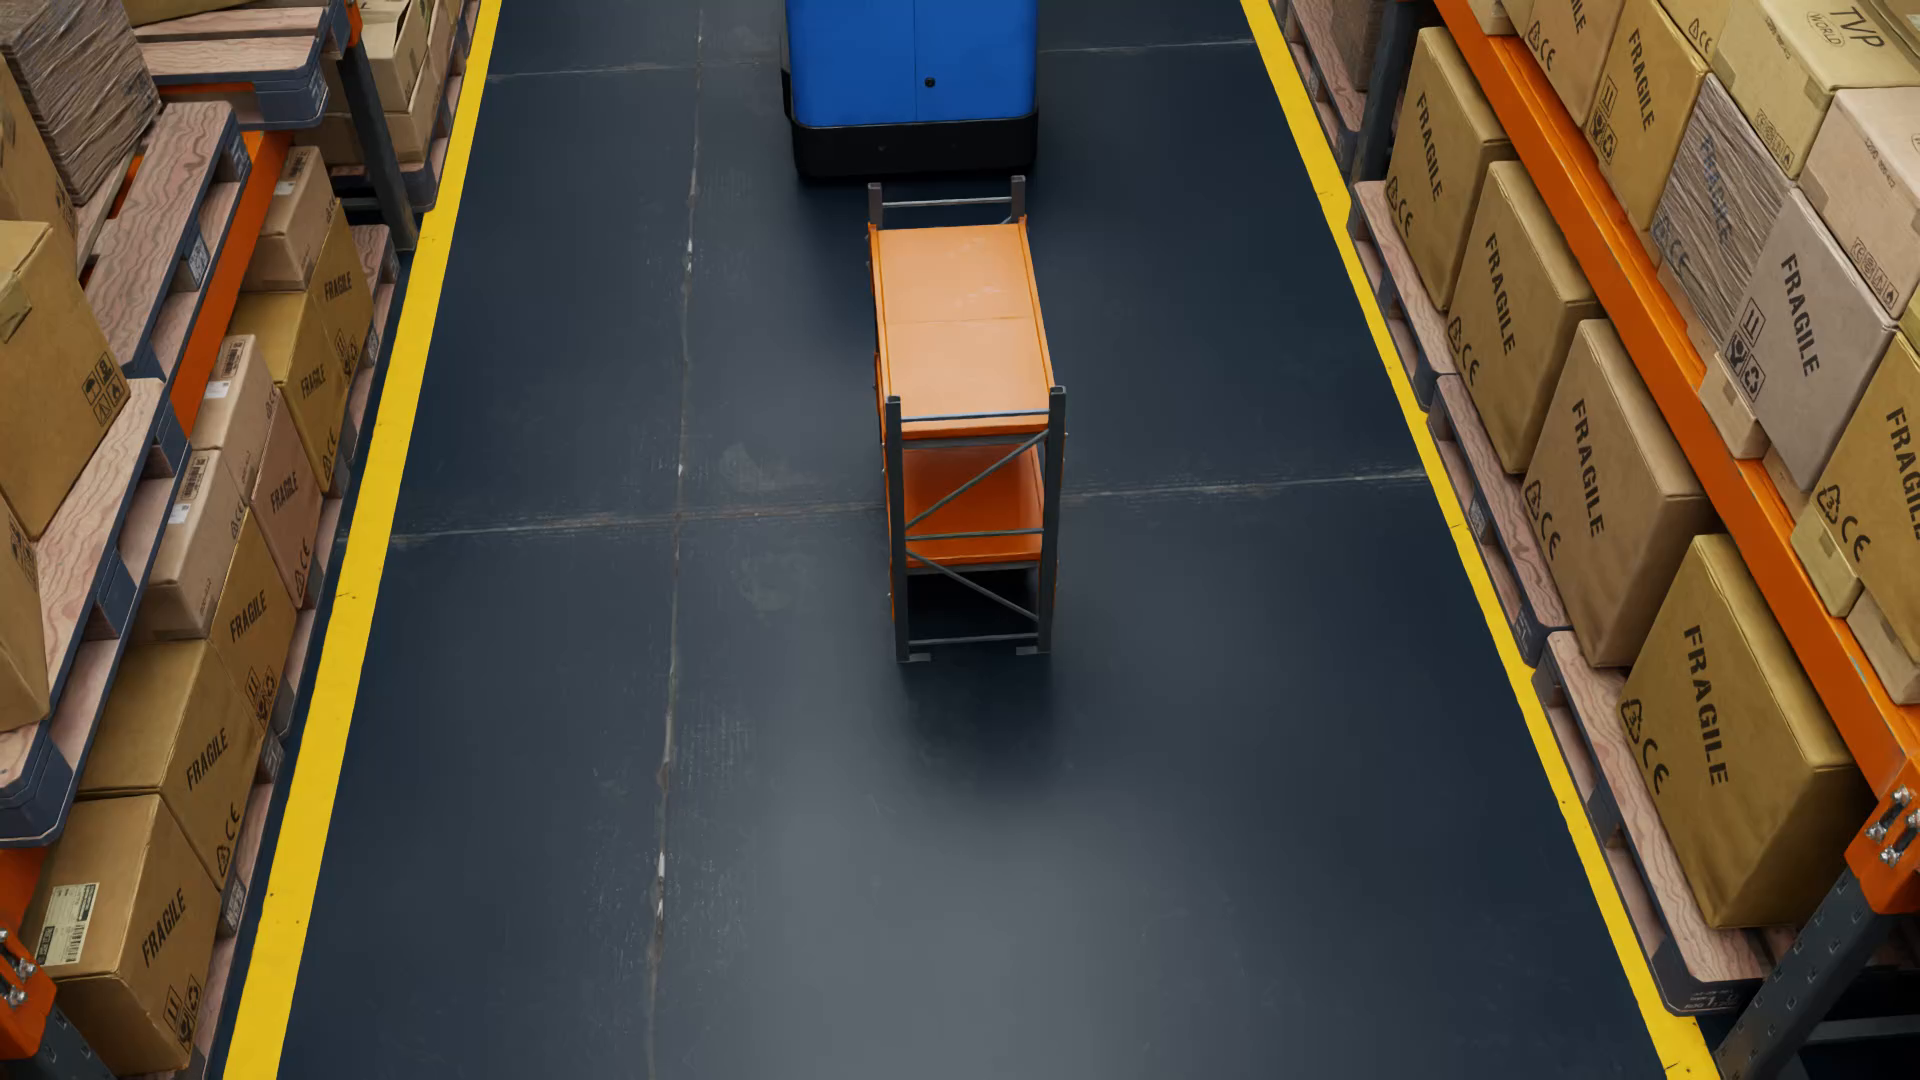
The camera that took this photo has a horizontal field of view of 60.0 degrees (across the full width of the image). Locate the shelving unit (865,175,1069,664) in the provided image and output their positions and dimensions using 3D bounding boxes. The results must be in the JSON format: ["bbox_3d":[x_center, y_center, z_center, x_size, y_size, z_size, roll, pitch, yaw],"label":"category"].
[{"bbox_3d":[0.001,-0.382,5.337,0.538,1.125,1.048,-3,47,-3],"label":"shelving unit"}]

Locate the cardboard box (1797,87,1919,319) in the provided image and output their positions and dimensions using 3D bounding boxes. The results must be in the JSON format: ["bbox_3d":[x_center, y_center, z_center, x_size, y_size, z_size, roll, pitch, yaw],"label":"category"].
[{"bbox_3d":[2.187,-0.736,3.577,0.500,0.250,0.500,-3,47,-2],"label":"cardboard box"}]

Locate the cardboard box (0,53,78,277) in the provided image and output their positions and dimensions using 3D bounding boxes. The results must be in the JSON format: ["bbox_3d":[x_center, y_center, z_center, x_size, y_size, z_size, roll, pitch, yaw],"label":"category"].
[{"bbox_3d":[-2.631,-0.791,4.076,0.700,0.500,0.500,-14,48,-13],"label":"cardboard box"}]

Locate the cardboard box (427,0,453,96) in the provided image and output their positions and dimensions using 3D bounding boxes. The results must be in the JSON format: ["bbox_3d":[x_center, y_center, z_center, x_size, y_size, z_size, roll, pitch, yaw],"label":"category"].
[{"bbox_3d":[-2.551,-2.192,7.364,0.500,0.250,0.500,-5,47,-4],"label":"cardboard box"}]

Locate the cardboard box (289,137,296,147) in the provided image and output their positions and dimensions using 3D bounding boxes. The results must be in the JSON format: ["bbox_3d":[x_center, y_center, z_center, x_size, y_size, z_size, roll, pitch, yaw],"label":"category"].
[{"bbox_3d":[-3.044,-1.797,6.990,0.500,0.250,0.500,-2,47,-2],"label":"cardboard box"}]

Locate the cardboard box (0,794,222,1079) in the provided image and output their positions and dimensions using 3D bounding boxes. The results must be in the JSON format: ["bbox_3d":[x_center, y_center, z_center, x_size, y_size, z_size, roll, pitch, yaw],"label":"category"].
[{"bbox_3d":[-2.219,1.005,4.151,0.500,0.500,0.500,-5,47,-5],"label":"cardboard box"}]

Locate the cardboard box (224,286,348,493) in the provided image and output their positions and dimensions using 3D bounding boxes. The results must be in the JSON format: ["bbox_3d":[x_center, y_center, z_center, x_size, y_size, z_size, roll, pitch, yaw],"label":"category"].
[{"bbox_3d":[-2.401,-0.487,5.564,0.500,0.500,0.500,-5,47,-5],"label":"cardboard box"}]

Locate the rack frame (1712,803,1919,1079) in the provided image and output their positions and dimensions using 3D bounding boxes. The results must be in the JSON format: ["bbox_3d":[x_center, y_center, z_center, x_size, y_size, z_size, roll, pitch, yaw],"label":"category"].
[{"bbox_3d":[2.514,0.358,3.345,1.000,3.000,0.127,-3,47,-3],"label":"rack frame"}]

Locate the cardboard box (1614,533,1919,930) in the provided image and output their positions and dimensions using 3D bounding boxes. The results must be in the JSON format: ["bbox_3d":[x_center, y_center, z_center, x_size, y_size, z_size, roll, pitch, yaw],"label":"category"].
[{"bbox_3d":[2.330,0.490,4.411,0.750,0.750,0.750,-3,47,-3],"label":"cardboard box"}]

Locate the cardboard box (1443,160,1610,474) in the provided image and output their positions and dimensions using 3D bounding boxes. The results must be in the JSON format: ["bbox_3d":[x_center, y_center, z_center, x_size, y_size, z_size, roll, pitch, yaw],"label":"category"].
[{"bbox_3d":[2.177,-0.767,5.602,0.750,0.750,0.750,-4,47,-3],"label":"cardboard box"}]

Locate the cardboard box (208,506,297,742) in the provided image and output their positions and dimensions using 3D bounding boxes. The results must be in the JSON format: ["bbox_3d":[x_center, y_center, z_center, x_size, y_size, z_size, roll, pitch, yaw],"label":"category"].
[{"bbox_3d":[-2.309,0.258,4.858,0.500,0.500,0.500,-3,47,-3],"label":"cardboard box"}]

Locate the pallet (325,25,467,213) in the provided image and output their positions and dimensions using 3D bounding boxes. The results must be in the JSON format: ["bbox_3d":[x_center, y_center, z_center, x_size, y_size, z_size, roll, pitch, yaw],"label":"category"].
[{"bbox_3d":[-2.787,-1.871,7.377,1.003,0.211,1.213,-3,47,-3],"label":"pallet"}]

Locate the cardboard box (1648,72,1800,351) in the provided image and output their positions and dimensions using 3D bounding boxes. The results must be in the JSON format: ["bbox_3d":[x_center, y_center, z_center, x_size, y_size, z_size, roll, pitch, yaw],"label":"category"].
[{"bbox_3d":[2.138,-0.837,4.189,0.500,0.500,0.500,-3,47,-3],"label":"cardboard box"}]

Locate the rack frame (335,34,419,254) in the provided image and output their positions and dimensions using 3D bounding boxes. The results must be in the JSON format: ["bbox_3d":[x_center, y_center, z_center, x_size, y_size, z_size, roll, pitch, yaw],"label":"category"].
[{"bbox_3d":[-2.757,-2.232,5.798,1.000,3.000,0.127,-3,47,-3],"label":"rack frame"}]

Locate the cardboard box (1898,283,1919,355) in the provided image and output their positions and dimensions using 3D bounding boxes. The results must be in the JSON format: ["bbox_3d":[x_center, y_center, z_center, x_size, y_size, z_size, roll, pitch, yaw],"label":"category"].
[{"bbox_3d":[2.220,-0.366,3.226,0.500,0.250,0.500,-2,47,-2],"label":"cardboard box"}]

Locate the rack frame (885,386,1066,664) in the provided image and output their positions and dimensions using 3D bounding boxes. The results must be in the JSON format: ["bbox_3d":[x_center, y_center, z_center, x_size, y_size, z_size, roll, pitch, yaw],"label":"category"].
[{"bbox_3d":[0.043,-0.014,4.989,0.500,1.125,0.032,-3,47,-3],"label":"rack frame"}]

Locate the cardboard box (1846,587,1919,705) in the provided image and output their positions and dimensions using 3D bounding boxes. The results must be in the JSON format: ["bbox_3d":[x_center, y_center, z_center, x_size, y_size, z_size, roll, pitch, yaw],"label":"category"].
[{"bbox_3d":[2.204,0.210,3.644,0.380,0.149,0.250,-3,47,-3],"label":"cardboard box"}]

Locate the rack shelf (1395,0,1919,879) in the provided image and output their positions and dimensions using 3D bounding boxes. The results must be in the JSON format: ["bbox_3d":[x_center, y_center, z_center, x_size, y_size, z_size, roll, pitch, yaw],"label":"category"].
[{"bbox_3d":[2.347,-0.842,4.977,1.077,0.370,4.000,-3,47,-3],"label":"rack shelf"}]

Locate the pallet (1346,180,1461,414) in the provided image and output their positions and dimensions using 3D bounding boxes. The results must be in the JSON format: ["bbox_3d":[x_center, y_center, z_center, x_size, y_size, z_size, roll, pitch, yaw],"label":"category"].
[{"bbox_3d":[2.170,-1.002,6.554,1.003,0.211,1.213,-3,47,-3],"label":"pallet"}]

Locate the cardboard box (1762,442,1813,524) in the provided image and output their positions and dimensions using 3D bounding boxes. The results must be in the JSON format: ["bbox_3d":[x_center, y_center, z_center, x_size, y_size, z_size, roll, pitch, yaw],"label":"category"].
[{"bbox_3d":[2.183,-0.161,3.996,0.380,0.149,0.250,-2,47,-2],"label":"cardboard box"}]

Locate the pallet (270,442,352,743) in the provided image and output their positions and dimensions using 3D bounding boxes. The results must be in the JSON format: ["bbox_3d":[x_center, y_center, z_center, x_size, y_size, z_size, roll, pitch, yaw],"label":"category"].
[{"bbox_3d":[-2.633,0.150,5.463,1.003,0.211,1.213,-3,47,-3],"label":"pallet"}]

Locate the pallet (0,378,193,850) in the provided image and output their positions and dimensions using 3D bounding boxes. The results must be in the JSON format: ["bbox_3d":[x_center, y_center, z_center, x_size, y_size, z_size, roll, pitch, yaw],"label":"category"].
[{"bbox_3d":[-2.380,0.143,3.681,1.003,0.211,1.213,-3,47,-3],"label":"pallet"}]

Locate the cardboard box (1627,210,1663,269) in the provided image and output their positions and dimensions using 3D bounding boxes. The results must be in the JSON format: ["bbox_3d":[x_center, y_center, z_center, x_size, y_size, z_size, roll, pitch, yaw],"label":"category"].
[{"bbox_3d":[2.130,-0.905,4.700,0.380,0.149,0.250,-2,47,-2],"label":"cardboard box"}]

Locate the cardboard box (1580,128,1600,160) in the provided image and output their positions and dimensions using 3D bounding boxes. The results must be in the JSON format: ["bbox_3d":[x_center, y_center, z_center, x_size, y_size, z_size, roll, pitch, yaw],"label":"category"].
[{"bbox_3d":[2.112,-1.275,5.051,0.380,0.149,0.250,-3,47,-3],"label":"cardboard box"}]

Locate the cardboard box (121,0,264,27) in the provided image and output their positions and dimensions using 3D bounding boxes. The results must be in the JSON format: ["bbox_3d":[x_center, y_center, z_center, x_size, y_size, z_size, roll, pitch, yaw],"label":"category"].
[{"bbox_3d":[-2.591,-1.962,5.184,0.700,0.500,0.500,-18,49,-16],"label":"cardboard box"}]

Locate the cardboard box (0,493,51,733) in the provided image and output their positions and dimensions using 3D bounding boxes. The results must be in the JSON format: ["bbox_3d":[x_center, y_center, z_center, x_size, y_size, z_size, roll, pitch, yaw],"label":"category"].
[{"bbox_3d":[-2.238,0.127,3.206,0.700,0.500,0.500,-18,49,-16],"label":"cardboard box"}]

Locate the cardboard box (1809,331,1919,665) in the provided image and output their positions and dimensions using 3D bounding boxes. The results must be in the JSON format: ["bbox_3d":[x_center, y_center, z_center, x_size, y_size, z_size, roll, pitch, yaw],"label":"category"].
[{"bbox_3d":[2.224,-0.104,3.495,0.500,0.500,0.500,-4,47,-4],"label":"cardboard box"}]

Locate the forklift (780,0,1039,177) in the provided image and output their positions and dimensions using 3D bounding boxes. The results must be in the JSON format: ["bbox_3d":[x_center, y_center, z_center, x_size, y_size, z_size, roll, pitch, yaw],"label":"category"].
[{"bbox_3d":[-0.310,-3.636,7.175,1.130,2.935,3.031,-4,47,-3],"label":"forklift"}]

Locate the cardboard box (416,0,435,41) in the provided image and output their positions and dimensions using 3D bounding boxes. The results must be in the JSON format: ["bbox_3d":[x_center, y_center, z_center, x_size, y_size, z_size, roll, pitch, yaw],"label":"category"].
[{"bbox_3d":[-2.560,-2.400,7.176,0.500,0.311,0.500,-5,47,-4],"label":"cardboard box"}]

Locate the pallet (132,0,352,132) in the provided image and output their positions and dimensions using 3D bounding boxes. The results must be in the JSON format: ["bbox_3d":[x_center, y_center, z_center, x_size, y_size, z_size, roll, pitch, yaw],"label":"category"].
[{"bbox_3d":[-2.630,-1.680,5.407,1.213,0.211,1.003,-3,47,-3],"label":"pallet"}]

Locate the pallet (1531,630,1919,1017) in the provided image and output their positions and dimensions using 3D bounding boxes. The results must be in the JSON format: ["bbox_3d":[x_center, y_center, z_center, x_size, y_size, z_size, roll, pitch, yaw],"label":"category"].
[{"bbox_3d":[2.375,0.763,4.882,1.003,0.211,1.213,-3,47,-3],"label":"pallet"}]

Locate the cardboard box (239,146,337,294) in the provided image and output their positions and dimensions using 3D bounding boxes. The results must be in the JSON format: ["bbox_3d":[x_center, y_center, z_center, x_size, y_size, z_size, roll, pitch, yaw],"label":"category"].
[{"bbox_3d":[-2.435,-1.079,5.608,0.500,0.250,0.500,-2,47,-2],"label":"cardboard box"}]

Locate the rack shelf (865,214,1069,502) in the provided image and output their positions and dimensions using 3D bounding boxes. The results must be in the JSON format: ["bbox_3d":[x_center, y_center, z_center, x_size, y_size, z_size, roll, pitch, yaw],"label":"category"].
[{"bbox_3d":[0.001,-0.583,5.124,0.538,0.278,1.000,-3,47,-3],"label":"rack shelf"}]

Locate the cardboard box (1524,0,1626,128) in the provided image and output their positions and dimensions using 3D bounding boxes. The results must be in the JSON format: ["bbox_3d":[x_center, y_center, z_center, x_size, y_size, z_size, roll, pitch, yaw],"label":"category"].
[{"bbox_3d":[2.040,-1.574,4.887,0.500,0.500,0.500,-4,47,-3],"label":"cardboard box"}]

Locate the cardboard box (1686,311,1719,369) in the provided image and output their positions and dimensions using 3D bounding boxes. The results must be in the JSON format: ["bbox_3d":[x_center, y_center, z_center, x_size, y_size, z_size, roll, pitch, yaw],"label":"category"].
[{"bbox_3d":[2.147,-0.530,4.345,0.380,0.149,0.250,-3,47,-3],"label":"cardboard box"}]

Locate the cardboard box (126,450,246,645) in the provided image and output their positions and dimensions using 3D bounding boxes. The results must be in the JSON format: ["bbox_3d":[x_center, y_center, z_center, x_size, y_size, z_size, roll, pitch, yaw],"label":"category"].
[{"bbox_3d":[-2.303,0.024,4.564,0.500,0.250,0.500,-3,47,-3],"label":"cardboard box"}]

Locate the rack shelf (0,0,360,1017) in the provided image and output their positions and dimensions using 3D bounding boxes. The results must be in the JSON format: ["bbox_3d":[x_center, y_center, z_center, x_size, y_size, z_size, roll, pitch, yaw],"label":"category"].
[{"bbox_3d":[-2.589,-0.538,4.689,1.077,0.370,4.000,-3,47,-3],"label":"rack shelf"}]
